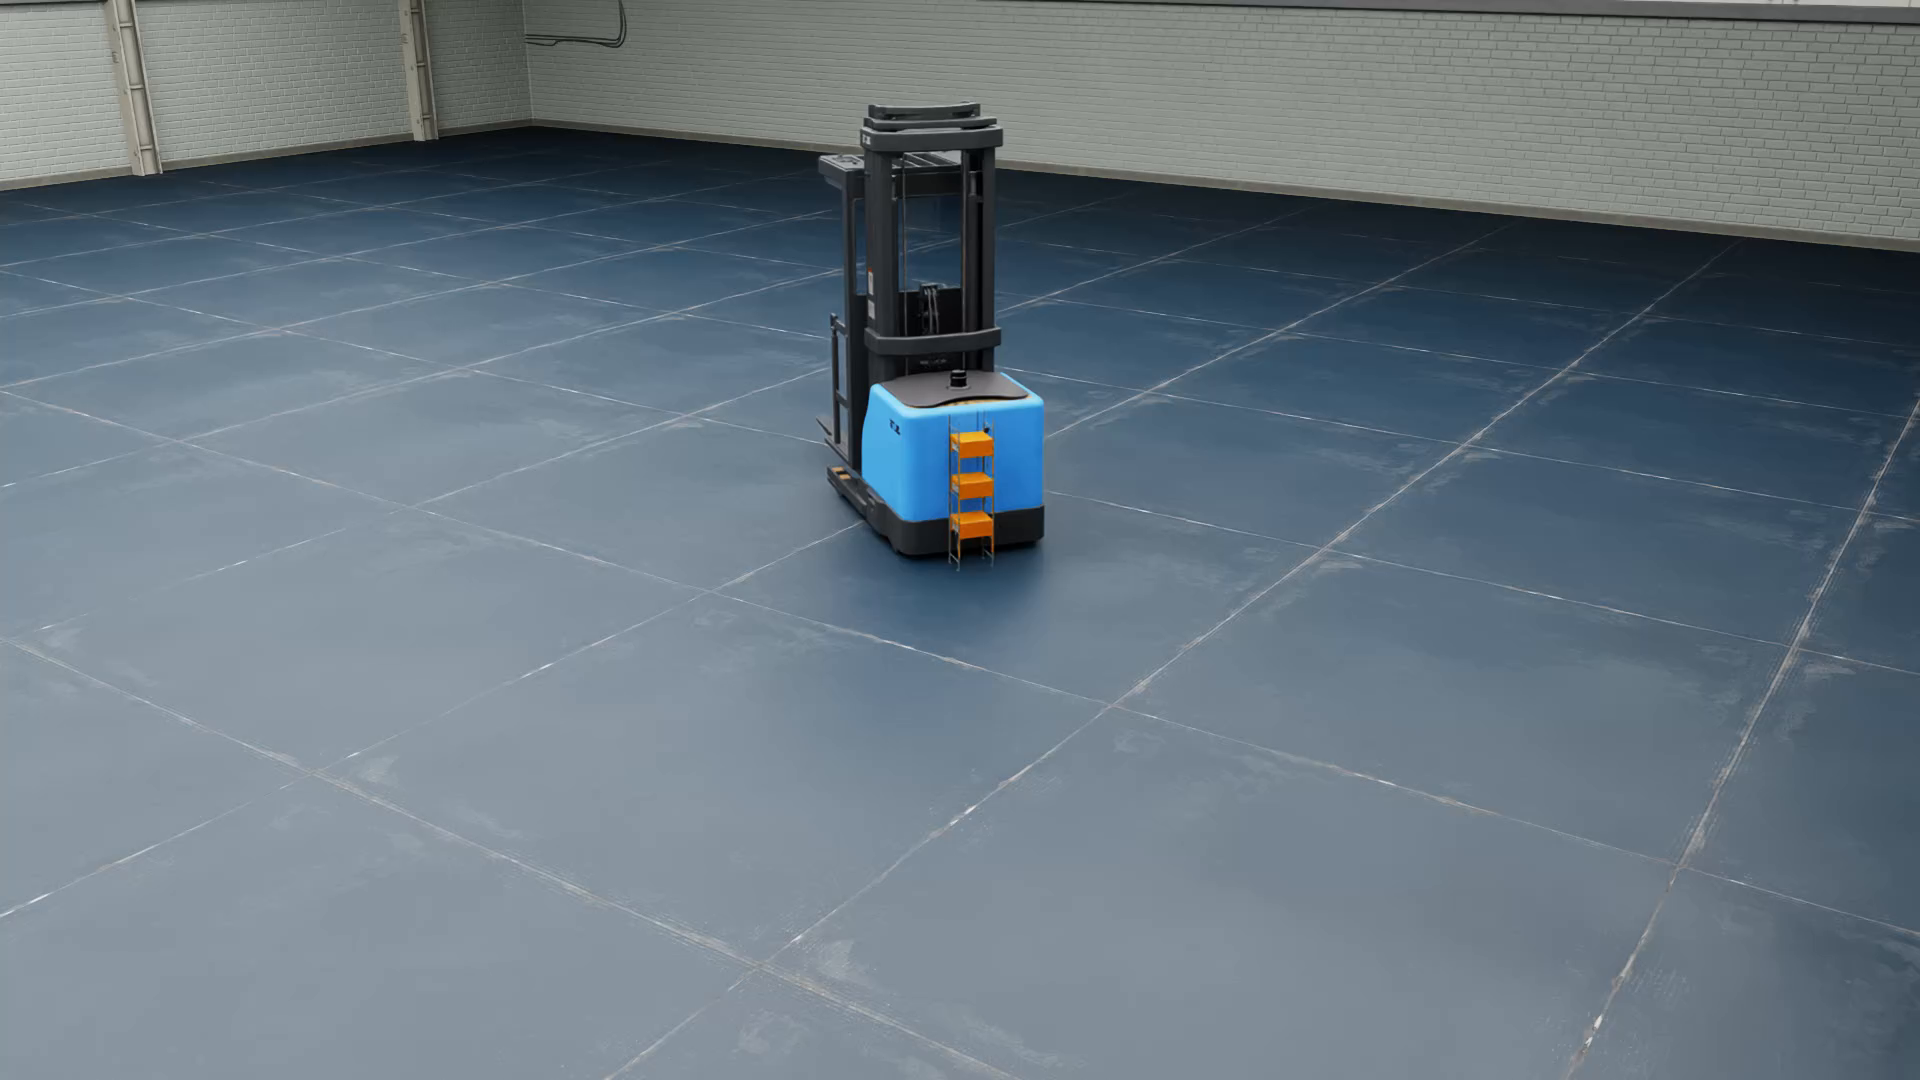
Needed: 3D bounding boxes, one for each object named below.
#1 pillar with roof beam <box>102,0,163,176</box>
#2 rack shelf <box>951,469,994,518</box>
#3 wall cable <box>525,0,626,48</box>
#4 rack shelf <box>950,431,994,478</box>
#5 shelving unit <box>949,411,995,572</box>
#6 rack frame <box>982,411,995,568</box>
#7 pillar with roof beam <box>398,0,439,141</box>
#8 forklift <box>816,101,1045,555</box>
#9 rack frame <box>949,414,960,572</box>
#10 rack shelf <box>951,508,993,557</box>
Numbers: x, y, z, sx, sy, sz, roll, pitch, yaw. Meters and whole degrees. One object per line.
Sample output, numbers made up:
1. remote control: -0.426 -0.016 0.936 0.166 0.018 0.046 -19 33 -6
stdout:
1. pillar with roof beam: -10.644 -9.783 25.242 9.100 9.000 0.400 13 24 32
2. rack shelf: 0.076 -0.311 11.123 0.240 0.259 0.215 -7 21 -18
3. wall cable: -8.082 -11.475 34.292 3.097 2.526 0.112 13 24 32
4. rack shelf: 0.076 -0.577 11.025 0.240 0.259 0.215 -7 21 -18
5. shelving unit: 0.076 -0.321 11.119 0.252 1.050 0.215 -7 21 -18
6. rack frame: 0.191 -0.335 11.158 0.008 1.050 0.200 -7 21 -18
7. pillar with roof beam: -7.271 -11.505 29.896 9.100 9.000 0.400 13 24 32
8. forklift: -0.383 -1.750 12.271 1.130 2.935 3.031 -7 21 -18
9. rack frame: -0.039 -0.307 11.081 0.008 1.050 0.200 -7 21 -18
10. rack shelf: 0.076 -0.050 11.219 0.240 0.259 0.215 -7 21 -18
